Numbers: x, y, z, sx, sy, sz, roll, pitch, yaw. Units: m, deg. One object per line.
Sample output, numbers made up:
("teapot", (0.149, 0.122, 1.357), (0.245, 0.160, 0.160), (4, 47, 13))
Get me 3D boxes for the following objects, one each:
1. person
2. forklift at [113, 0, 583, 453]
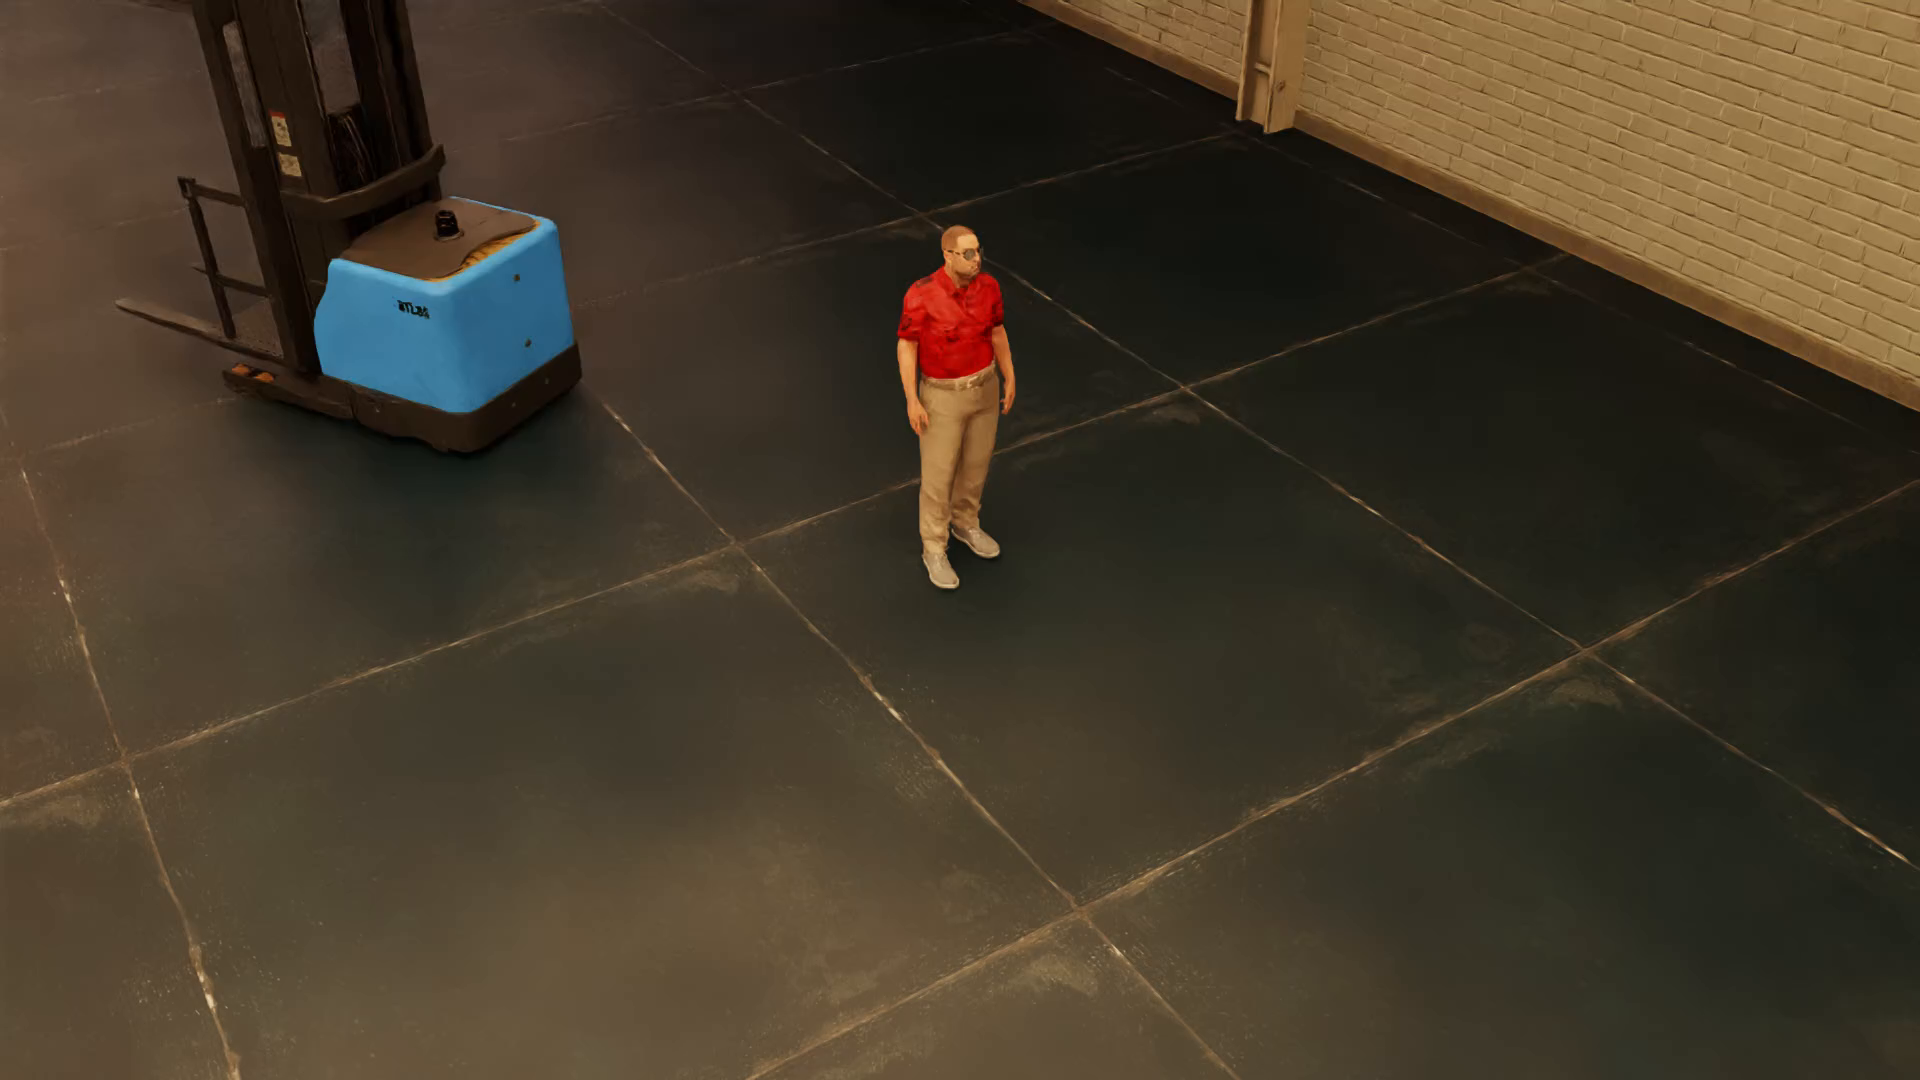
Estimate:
("person", (0.039, -0.666, 8.129), (0.640, 1.727, 0.550), (-21, 40, -27))
("forklift", (-3.813, -2.276, 9.387), (3.031, 2.935, 1.130), (16, 38, 22))
